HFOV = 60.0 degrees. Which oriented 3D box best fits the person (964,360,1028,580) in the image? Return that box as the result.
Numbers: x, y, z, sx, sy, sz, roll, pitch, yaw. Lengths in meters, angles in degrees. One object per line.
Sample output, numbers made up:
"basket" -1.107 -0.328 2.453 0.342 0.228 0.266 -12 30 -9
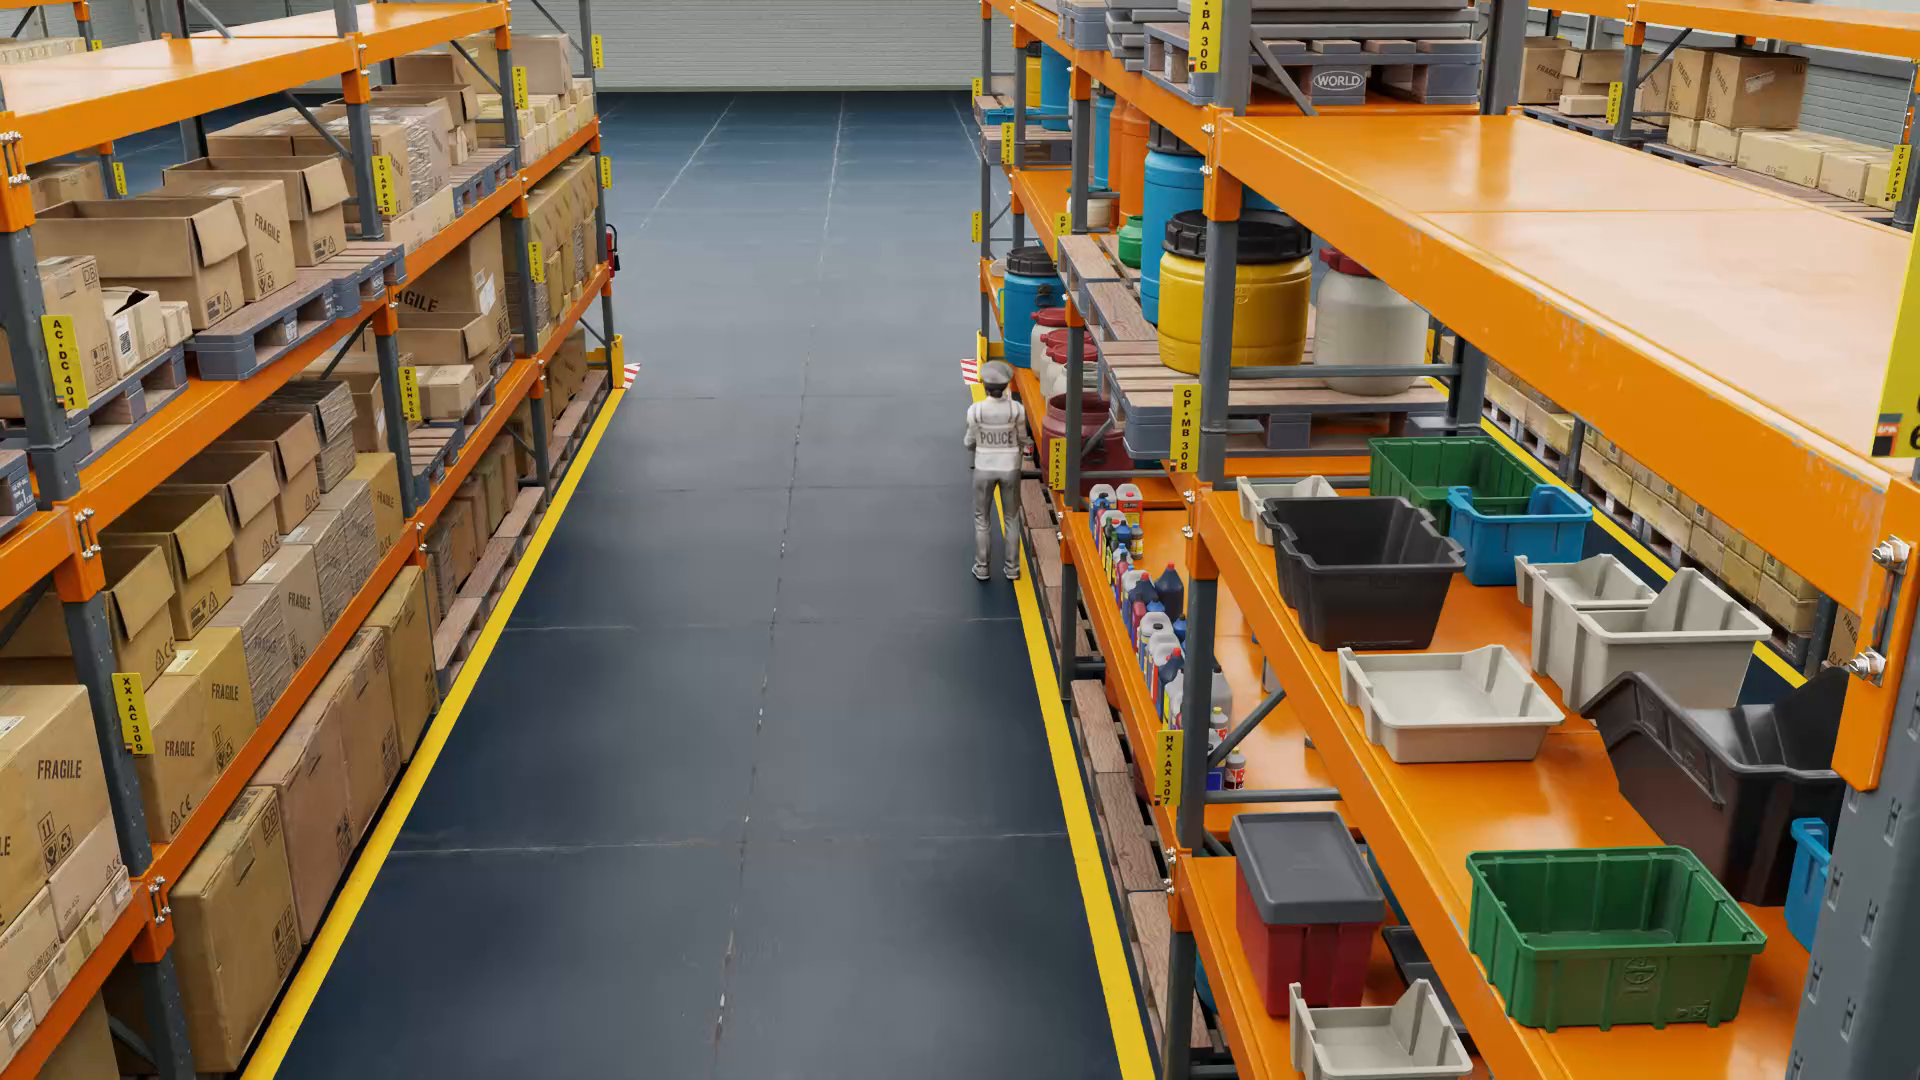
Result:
"person" 0.266 -0.541 12.477 0.474 1.691 0.540 -1 21 -3
